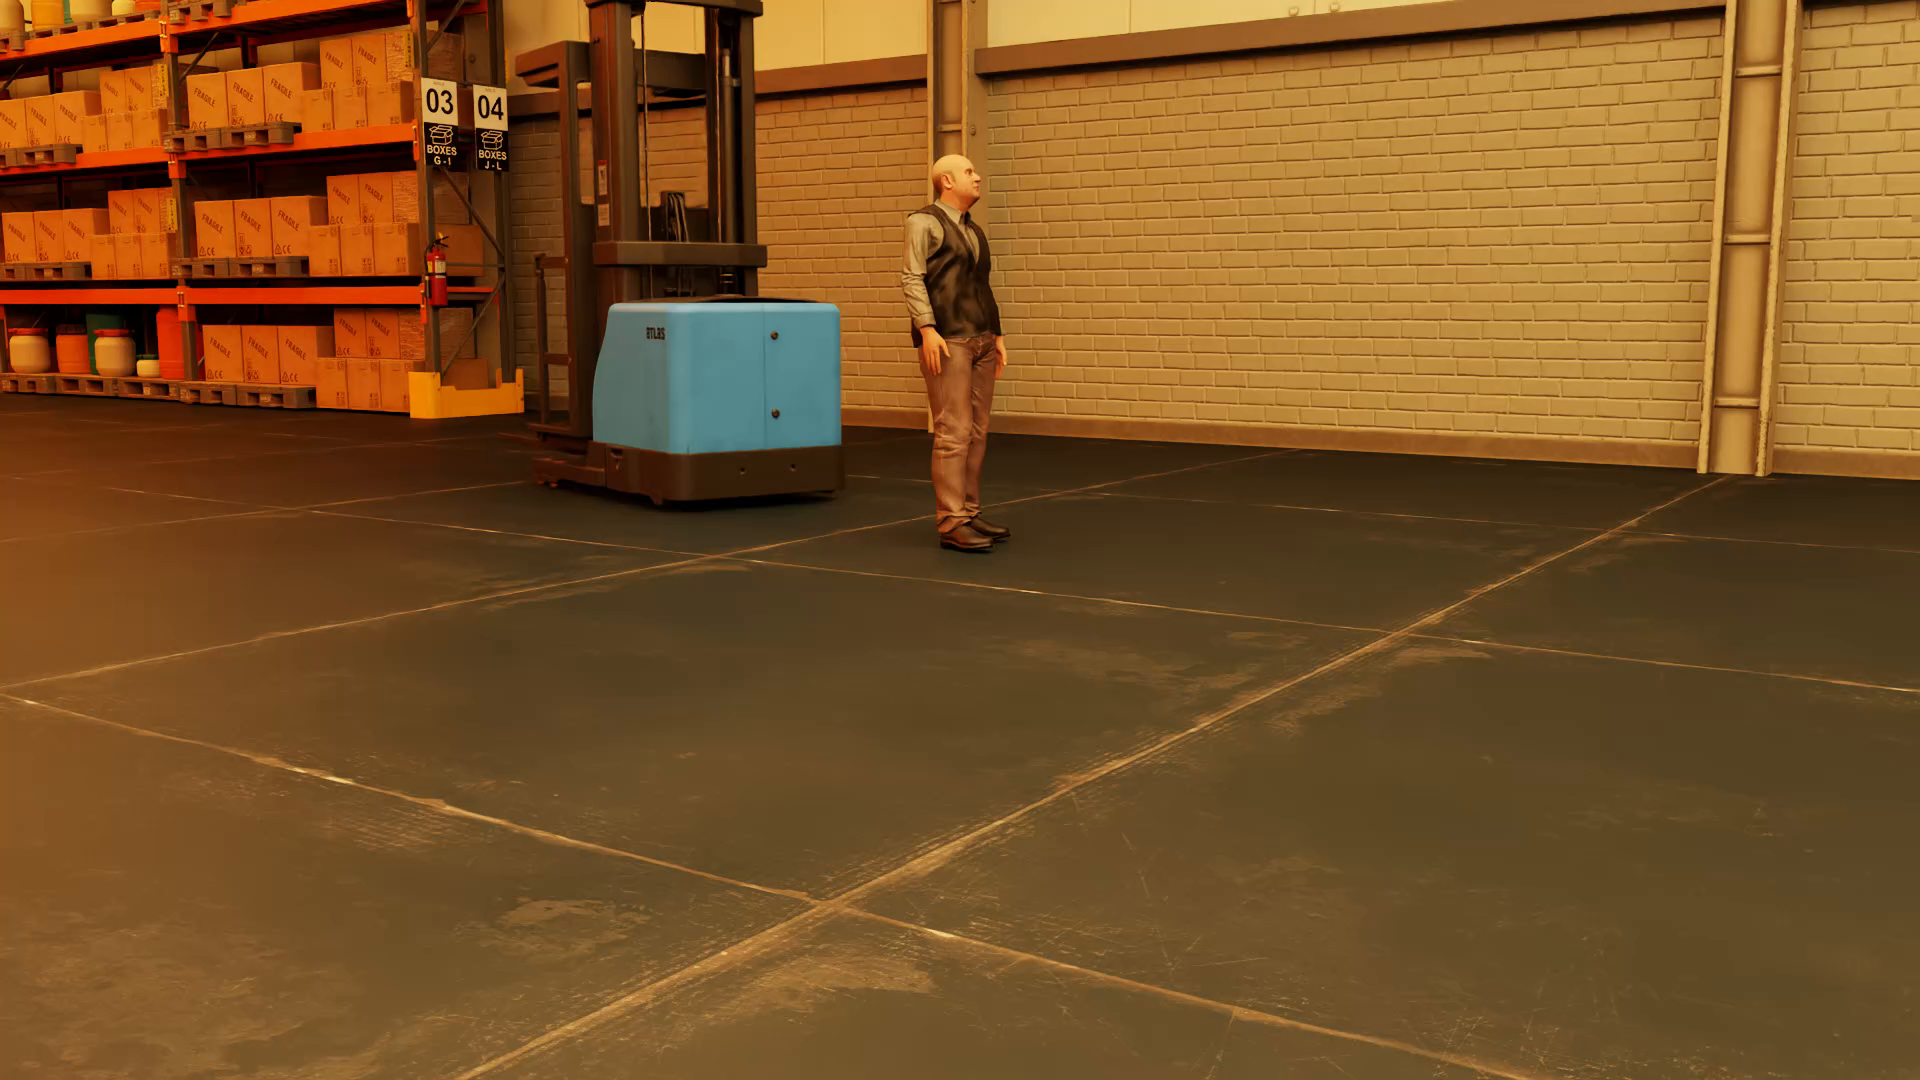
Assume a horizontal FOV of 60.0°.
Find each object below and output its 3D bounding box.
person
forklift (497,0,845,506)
[{"bbox_3d":[0.047,-0.853,7.440,0.568,1.720,0.632,5,10,34],"label":"person"},{"bbox_3d":[-1.899,-1.789,9.776,1.130,2.935,3.031,-6,10,-35],"label":"forklift"}]
